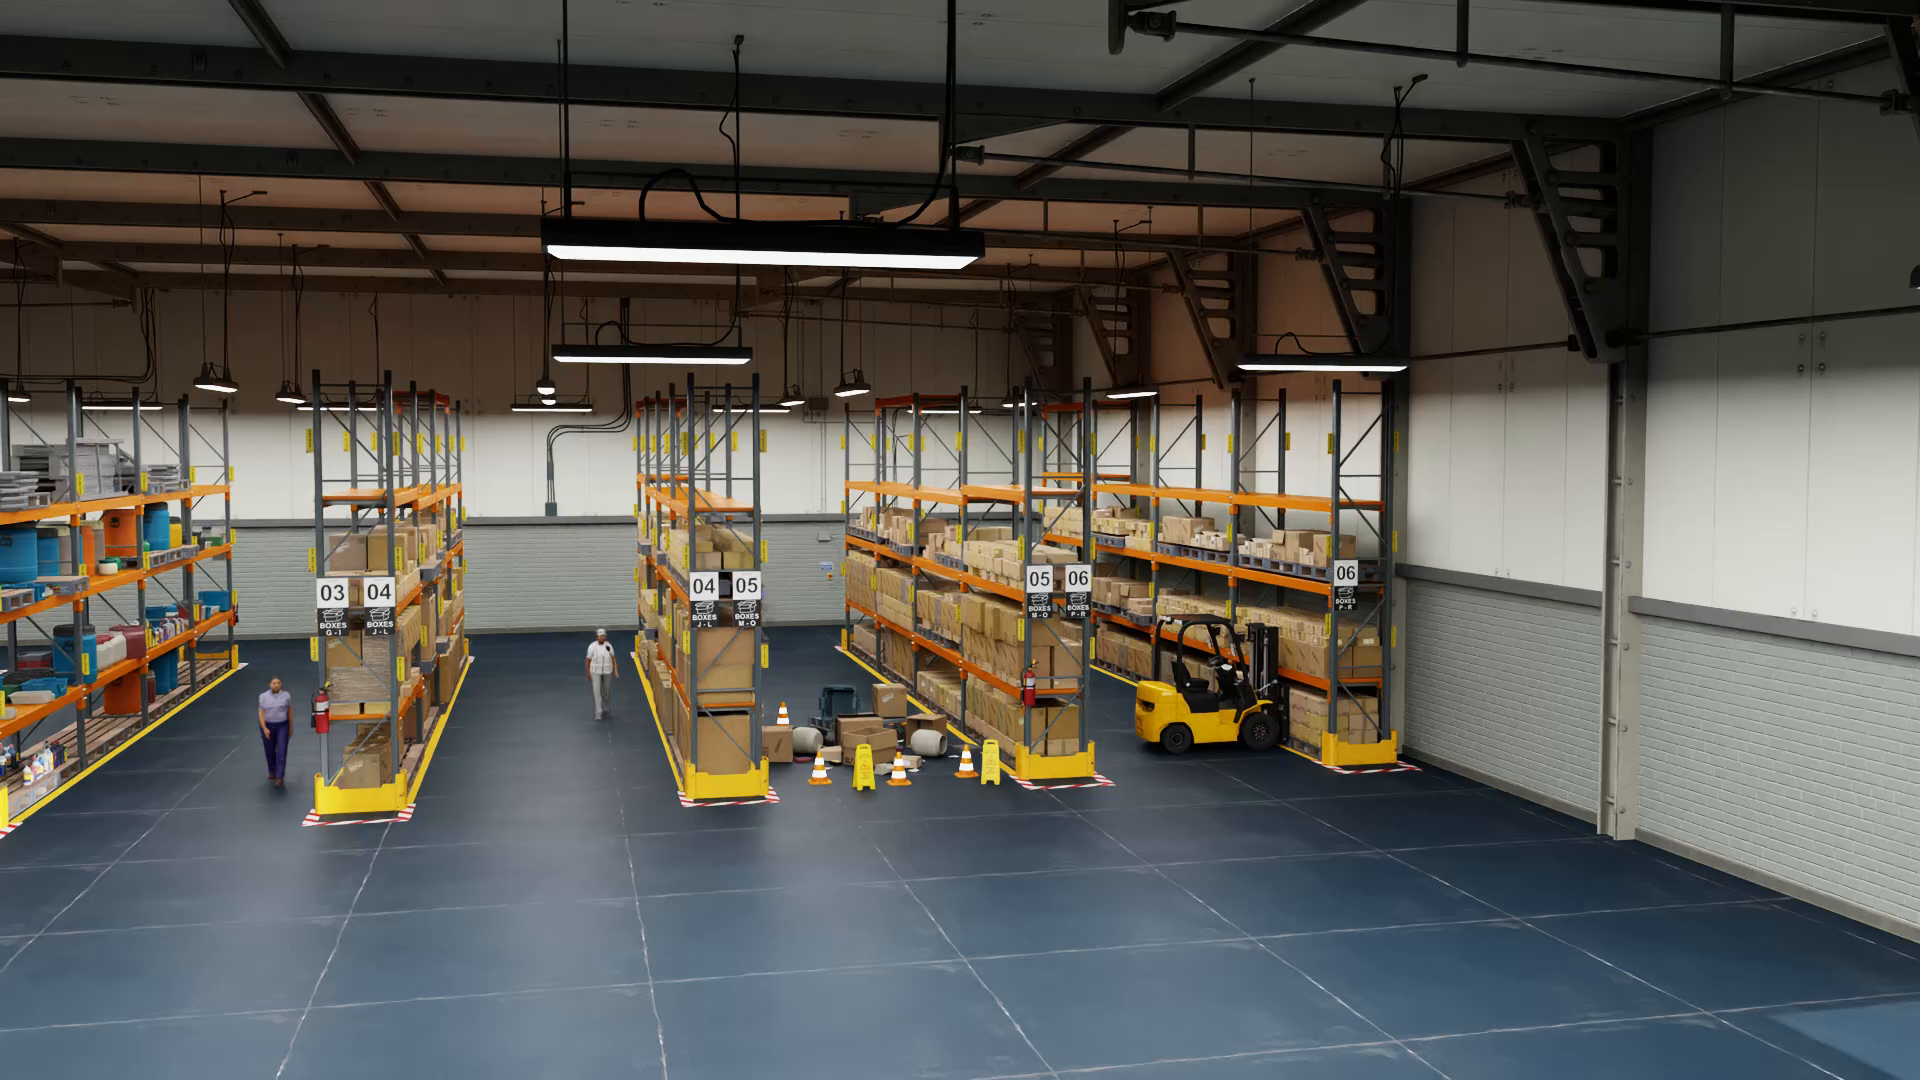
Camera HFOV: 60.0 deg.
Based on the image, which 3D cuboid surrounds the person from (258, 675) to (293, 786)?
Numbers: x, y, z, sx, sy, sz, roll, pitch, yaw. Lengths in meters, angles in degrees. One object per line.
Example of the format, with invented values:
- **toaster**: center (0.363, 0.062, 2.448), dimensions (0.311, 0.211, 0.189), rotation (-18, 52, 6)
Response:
- **person**: center (-10.068, 2.780, 24.454), dimensions (0.474, 1.588, 0.982), rotation (-1, 4, -21)

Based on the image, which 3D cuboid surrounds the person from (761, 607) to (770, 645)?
- **person**: center (-5.141, 1.846, 40.852), dimensions (1.056, 1.575, 0.429), rotation (-2, 4, -28)

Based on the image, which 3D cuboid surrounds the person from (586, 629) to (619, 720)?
- **person**: center (-6.549, 2.427, 30.431), dimensions (0.576, 1.601, 1.008), rotation (-1, 3, -14)
